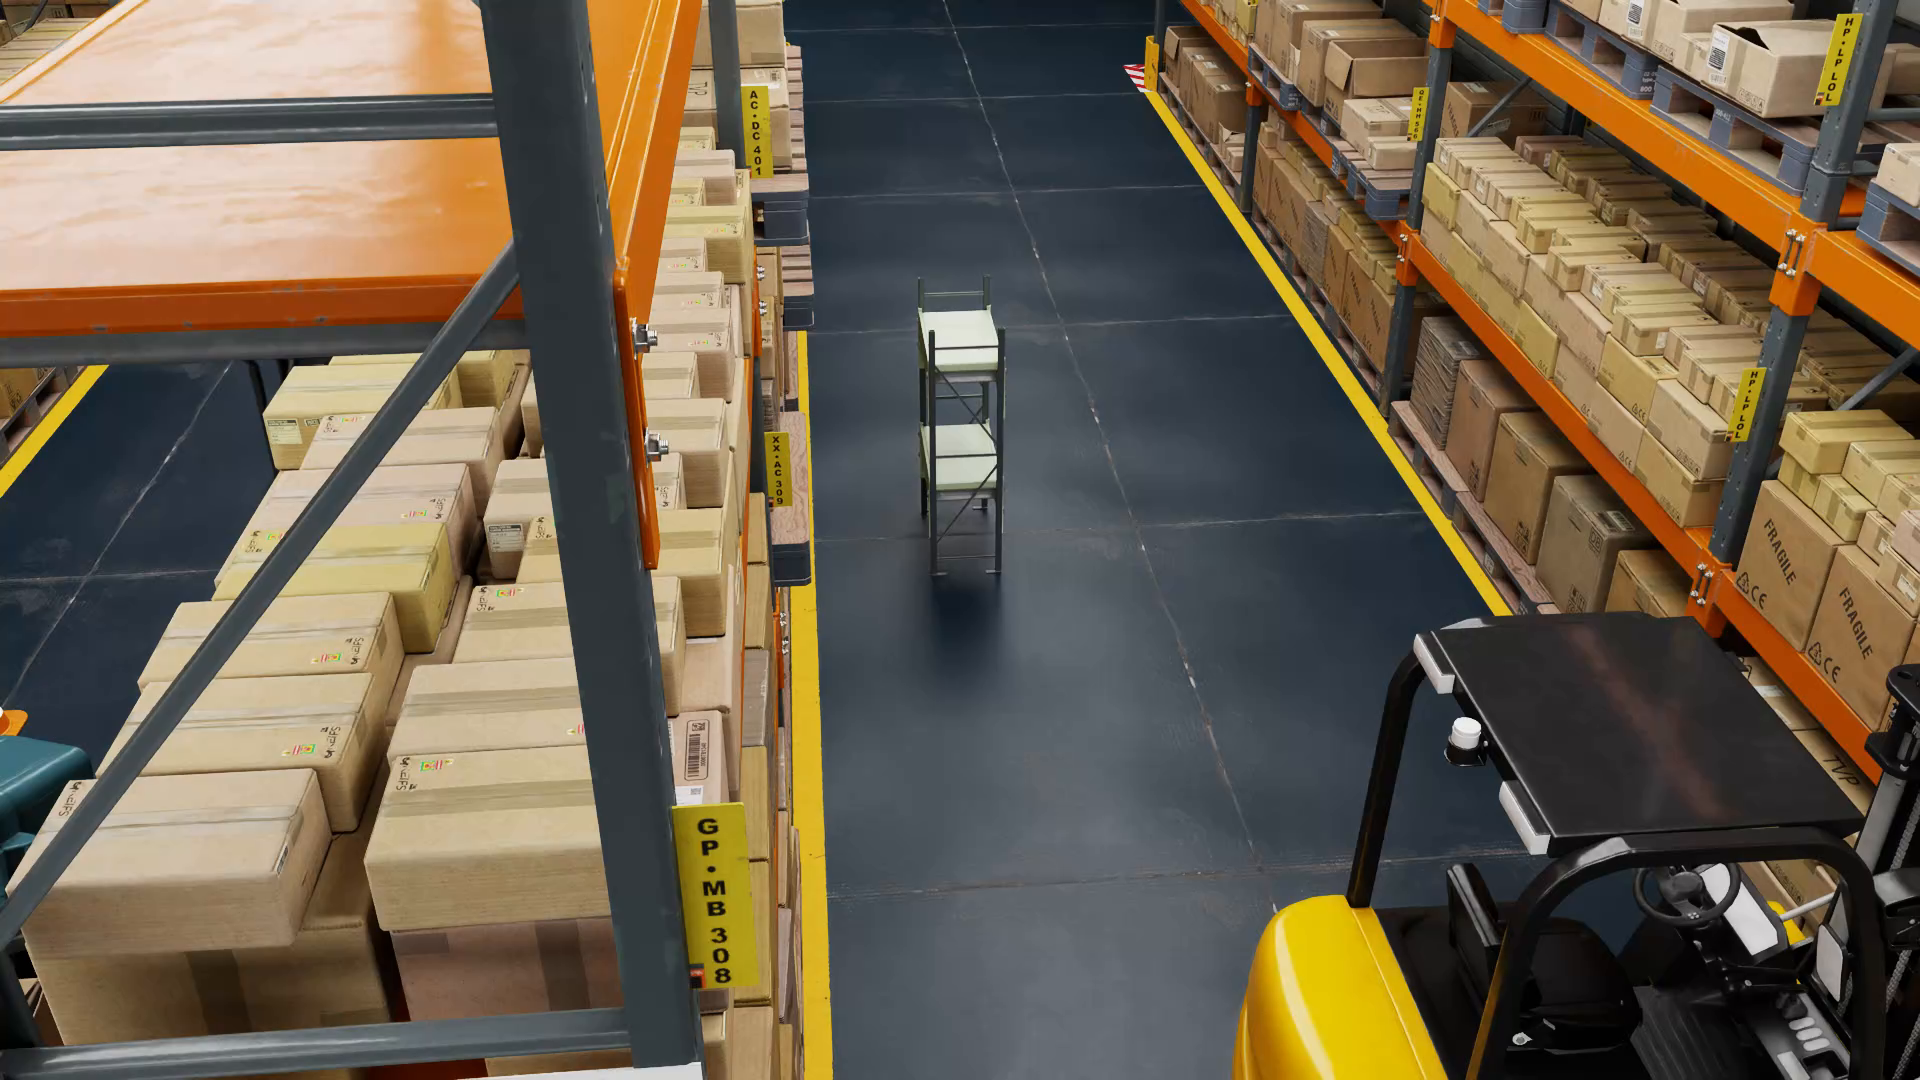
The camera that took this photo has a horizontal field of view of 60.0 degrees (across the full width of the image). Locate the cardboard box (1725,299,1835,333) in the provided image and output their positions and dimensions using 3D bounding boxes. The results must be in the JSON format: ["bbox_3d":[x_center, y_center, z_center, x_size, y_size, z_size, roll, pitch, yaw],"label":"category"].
[{"bbox_3d":[3.838,-1.017,7.797,0.380,0.149,0.250,-3,31,-5],"label":"cardboard box"}]

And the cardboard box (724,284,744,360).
[{"bbox_3d":[-0.853,-0.489,4.575,0.500,0.250,0.500,-3,31,-5],"label":"cardboard box"}]

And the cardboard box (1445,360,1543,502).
[{"bbox_3d":[3.437,-0.660,9.836,0.875,0.625,0.625,-2,31,-3],"label":"cardboard box"}]

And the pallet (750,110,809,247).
[{"bbox_3d":[-1.196,-1.397,6.422,1.213,0.211,1.003,-3,31,-5],"label":"pallet"}]

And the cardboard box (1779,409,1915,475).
[{"bbox_3d":[3.432,-0.382,6.444,0.380,0.149,0.250,-2,31,-4],"label":"cardboard box"}]

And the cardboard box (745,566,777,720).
[{"bbox_3d":[-0.900,0.437,5.705,0.500,0.500,0.500,-2,31,-3],"label":"cardboard box"}]

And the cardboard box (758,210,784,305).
[{"bbox_3d":[-1.191,-1.523,8.577,0.500,0.500,0.500,-5,31,-8],"label":"cardboard box"}]

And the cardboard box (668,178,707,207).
[{"bbox_3d":[-0.961,-0.974,4.998,0.380,0.149,0.250,-2,31,-3],"label":"cardboard box"}]

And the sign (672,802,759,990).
[{"bbox_3d":[-0.330,0.483,2.238,0.100,0.325,0.005,-3,31,-5],"label":"sign"}]

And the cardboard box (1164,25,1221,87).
[{"bbox_3d":[2.539,-5.028,17.267,0.797,0.503,0.637,-4,31,-7],"label":"cardboard box"}]

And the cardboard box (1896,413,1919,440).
[{"bbox_3d":[3.905,-0.531,7.373,0.500,0.250,0.500,-3,31,-5],"label":"cardboard box"}]

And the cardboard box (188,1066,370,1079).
[{"bbox_3d":[-1.182,0.824,2.765,0.380,0.149,0.250,-3,31,-4],"label":"cardboard box"}]

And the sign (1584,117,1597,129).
[{"bbox_3d":[3.876,-2.677,10.177,0.100,0.325,0.005,-3,31,-5],"label":"sign"}]

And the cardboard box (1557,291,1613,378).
[{"bbox_3d":[3.300,-1.022,8.194,0.500,0.250,0.500,-2,31,-4],"label":"cardboard box"}]

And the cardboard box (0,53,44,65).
[{"bbox_3d":[-6.586,-3.269,11.553,0.380,0.149,0.250,-4,31,-6],"label":"cardboard box"}]

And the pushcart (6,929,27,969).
[{"bbox_3d":[-3.510,1.391,7.053,1.648,0.377,0.936,-14,33,-22],"label":"pushcart"}]

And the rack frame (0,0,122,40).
[{"bbox_3d":[-6.911,-3.665,12.961,1.000,3.000,0.127,-3,31,-5],"label":"rack frame"}]

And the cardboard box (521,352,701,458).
[{"bbox_3d":[-0.812,-0.319,3.902,0.380,0.149,0.250,-2,31,-4],"label":"cardboard box"}]

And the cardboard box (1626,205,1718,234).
[{"bbox_3d":[3.801,-1.671,8.892,0.380,0.149,0.250,-3,31,-5],"label":"cardboard box"}]

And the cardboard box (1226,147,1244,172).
[{"bbox_3d":[2.606,-3.421,14.922,0.380,0.149,0.250,-4,31,-6],"label":"cardboard box"}]

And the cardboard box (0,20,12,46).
[{"bbox_3d":[-7.332,-3.770,12.392,0.380,0.149,0.250,-1,31,-2],"label":"cardboard box"}]

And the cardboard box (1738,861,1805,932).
[{"bbox_3d":[3.476,1.412,6.733,0.500,0.250,0.500,-3,31,-6],"label":"cardboard box"}]

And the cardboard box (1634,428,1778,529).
[{"bbox_3d":[3.390,-0.290,7.456,0.500,0.250,0.500,-2,31,-3],"label":"cardboard box"}]

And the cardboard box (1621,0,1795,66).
[{"bbox_3d":[3.316,-2.332,7.384,0.500,0.311,0.500,-4,31,-6],"label":"cardboard box"}]

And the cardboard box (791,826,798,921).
[{"bbox_3d":[-0.921,1.419,6.720,0.500,0.250,0.500,-1,31,-2],"label":"cardboard box"}]

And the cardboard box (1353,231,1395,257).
[{"bbox_3d":[2.988,-2.052,11.655,0.380,0.149,0.250,-4,31,-6],"label":"cardboard box"}]

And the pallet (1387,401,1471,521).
[{"bbox_3d":[3.362,-0.532,10.435,1.003,0.211,1.213,-3,31,-5],"label":"pallet"}]

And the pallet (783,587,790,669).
[{"bbox_3d":[-1.435,0.306,9.032,1.003,0.211,1.213,-3,31,-5],"label":"pallet"}]

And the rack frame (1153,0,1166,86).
[{"bbox_3d":[2.576,-6.236,17.265,1.000,3.000,0.127,-3,31,-5],"label":"rack frame"}]

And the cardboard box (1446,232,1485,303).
[{"bbox_3d":[3.164,-1.592,9.636,0.500,0.250,0.500,-3,31,-6],"label":"cardboard box"}]

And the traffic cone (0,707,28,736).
[{"bbox_3d":[-4.785,0.751,8.041,0.336,0.463,0.334,-3,31,-5],"label":"traffic cone"}]

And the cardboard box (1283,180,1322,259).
[{"bbox_3d":[2.873,-2.517,13.067,0.500,0.500,0.500,-4,31,-6],"label":"cardboard box"}]

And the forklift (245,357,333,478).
[{"bbox_3d":[-3.346,-1.324,9.109,1.130,2.935,3.031,-2,31,-3],"label":"forklift"}]

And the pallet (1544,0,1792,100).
[{"bbox_3d":[3.584,-2.445,8.178,1.003,0.211,1.213,-1,31,-2],"label":"pallet"}]

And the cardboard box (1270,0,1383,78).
[{"bbox_3d":[2.821,-3.895,12.839,0.700,0.500,0.500,-2,31,-4],"label":"cardboard box"}]

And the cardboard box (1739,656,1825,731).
[{"bbox_3d":[3.430,0.724,6.910,0.500,0.250,0.500,-3,31,-5],"label":"cardboard box"}]

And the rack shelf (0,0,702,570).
[{"bbox_3d":[-1.057,-1.114,3.544,1.077,0.370,4.000,-3,31,-5],"label":"rack shelf"}]

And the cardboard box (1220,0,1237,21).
[{"bbox_3d":[2.598,-4.761,14.651,0.500,0.250,0.500,-3,31,-4],"label":"cardboard box"}]

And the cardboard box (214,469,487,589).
[{"bbox_3d":[-1.286,0.052,3.670,0.500,0.250,0.500,-2,31,-3],"label":"cardboard box"}]

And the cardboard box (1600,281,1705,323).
[{"bbox_3d":[3.313,-1.118,7.966,0.380,0.149,0.250,-3,31,-6],"label":"cardboard box"}]

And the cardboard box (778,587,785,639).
[{"bbox_3d":[-1.366,0.444,8.235,0.950,0.372,0.625,-1,31,-1],"label":"cardboard box"}]

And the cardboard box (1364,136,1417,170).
[{"bbox_3d":[2.880,-2.541,10.914,0.380,0.149,0.250,-2,31,-4],"label":"cardboard box"}]

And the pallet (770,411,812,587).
[{"bbox_3d":[-1.171,-0.185,7.321,1.003,0.211,1.213,-3,31,-5],"label":"pallet"}]

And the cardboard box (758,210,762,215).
[{"bbox_3d":[-1.184,-1.720,8.274,0.380,0.149,0.250,-4,31,-7],"label":"cardboard box"}]

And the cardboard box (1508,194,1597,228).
[{"bbox_3d":[3.226,-1.770,9.059,0.380,0.149,0.250,-2,31,-4],"label":"cardboard box"}]

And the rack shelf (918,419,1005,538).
[{"bbox_3d":[0.001,-0.361,9.527,0.431,0.370,0.720,-3,31,-5],"label":"rack shelf"}]

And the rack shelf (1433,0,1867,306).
[{"bbox_3d":[3.511,-2.109,8.133,1.077,0.370,4.000,-3,31,-5],"label":"rack shelf"}]

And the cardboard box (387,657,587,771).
[{"bbox_3d":[-0.740,0.331,2.813,0.380,0.149,0.250,-3,31,-5],"label":"cardboard box"}]

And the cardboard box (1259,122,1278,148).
[{"bbox_3d":[2.719,-3.384,13.885,0.380,0.149,0.250,-1,31,-2],"label":"cardboard box"}]

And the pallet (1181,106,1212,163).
[{"bbox_3d":[2.770,-3.972,16.193,1.003,0.211,1.213,-3,31,-5],"label":"pallet"}]

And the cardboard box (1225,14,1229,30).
[{"bbox_3d":[2.577,-4.635,14.830,0.380,0.149,0.250,-2,31,-3],"label":"cardboard box"}]

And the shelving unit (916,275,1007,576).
[{"bbox_3d":[0.001,-0.640,9.360,0.431,1.500,0.755,-3,31,-5],"label":"shelving unit"}]

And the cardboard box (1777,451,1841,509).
[{"bbox_3d":[3.465,-0.255,6.522,0.380,0.149,0.250,-3,31,-5],"label":"cardboard box"}]

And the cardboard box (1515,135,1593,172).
[{"bbox_3d":[3.556,-2.317,9.973,0.380,0.149,0.250,-2,31,-3],"label":"cardboard box"}]

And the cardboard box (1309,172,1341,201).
[{"bbox_3d":[2.903,-2.720,12.774,0.380,0.149,0.250,-2,31,-3],"label":"cardboard box"}]

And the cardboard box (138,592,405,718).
[{"bbox_3d":[-1.224,0.229,2.984,0.380,0.149,0.250,-3,31,-5],"label":"cardboard box"}]

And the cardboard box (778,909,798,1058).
[{"bbox_3d":[-0.824,1.618,5.657,0.500,0.500,0.500,-1,31,-2],"label":"cardboard box"}]

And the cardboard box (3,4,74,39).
[{"bbox_3d":[-7.237,-4.069,13.250,0.500,0.500,0.500,-3,31,-5],"label":"cardboard box"}]

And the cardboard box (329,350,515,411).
[{"bbox_3d":[-1.312,-0.426,4.080,0.380,0.149,0.250,-2,31,-4],"label":"cardboard box"}]
